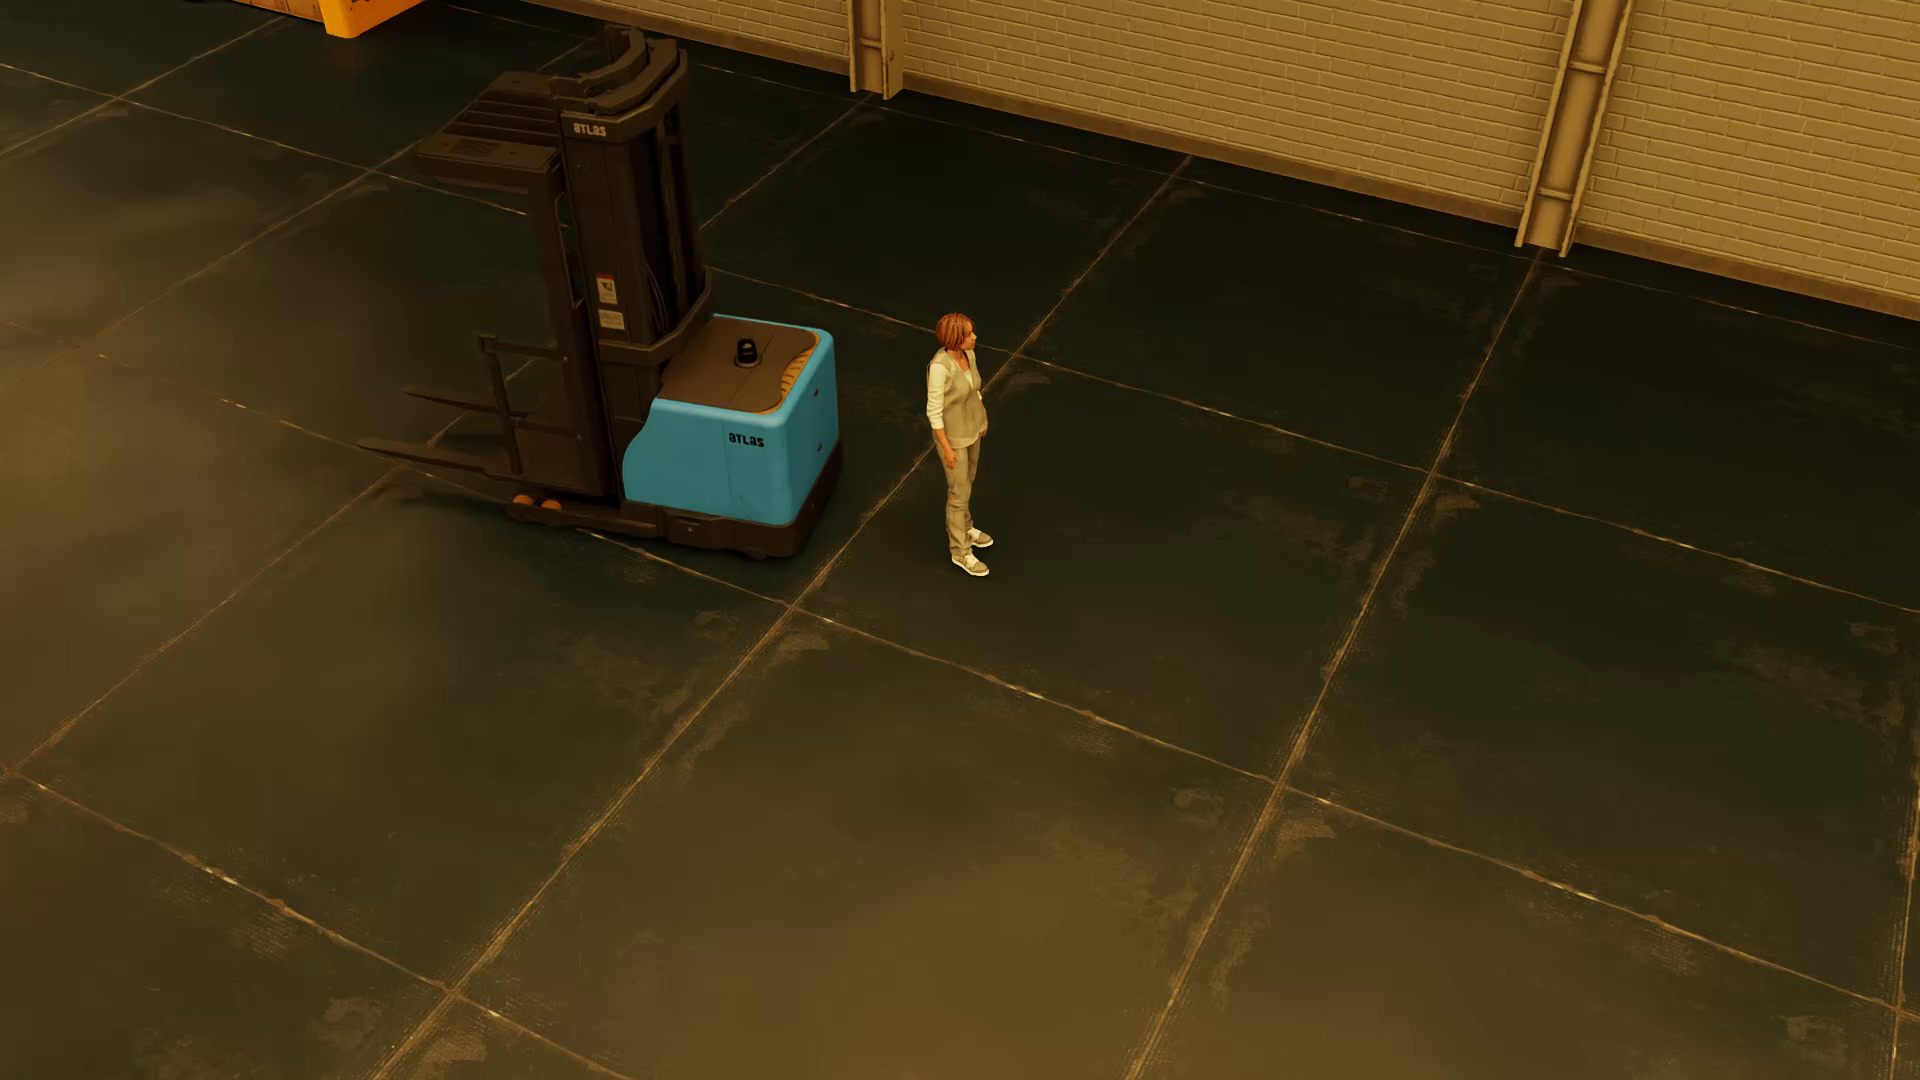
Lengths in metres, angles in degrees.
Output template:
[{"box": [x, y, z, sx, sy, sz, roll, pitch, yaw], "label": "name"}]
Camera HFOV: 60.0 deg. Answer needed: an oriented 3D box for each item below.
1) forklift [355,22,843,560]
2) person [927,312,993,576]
[{"box": [-2.329, -1.523, 9.794, 3.031, 2.935, 1.130, 10, 41, 11], "label": "forklift"}, {"box": [0.059, -0.587, 9.707, 0.475, 1.597, 0.520, 18, 43, 21], "label": "person"}]
